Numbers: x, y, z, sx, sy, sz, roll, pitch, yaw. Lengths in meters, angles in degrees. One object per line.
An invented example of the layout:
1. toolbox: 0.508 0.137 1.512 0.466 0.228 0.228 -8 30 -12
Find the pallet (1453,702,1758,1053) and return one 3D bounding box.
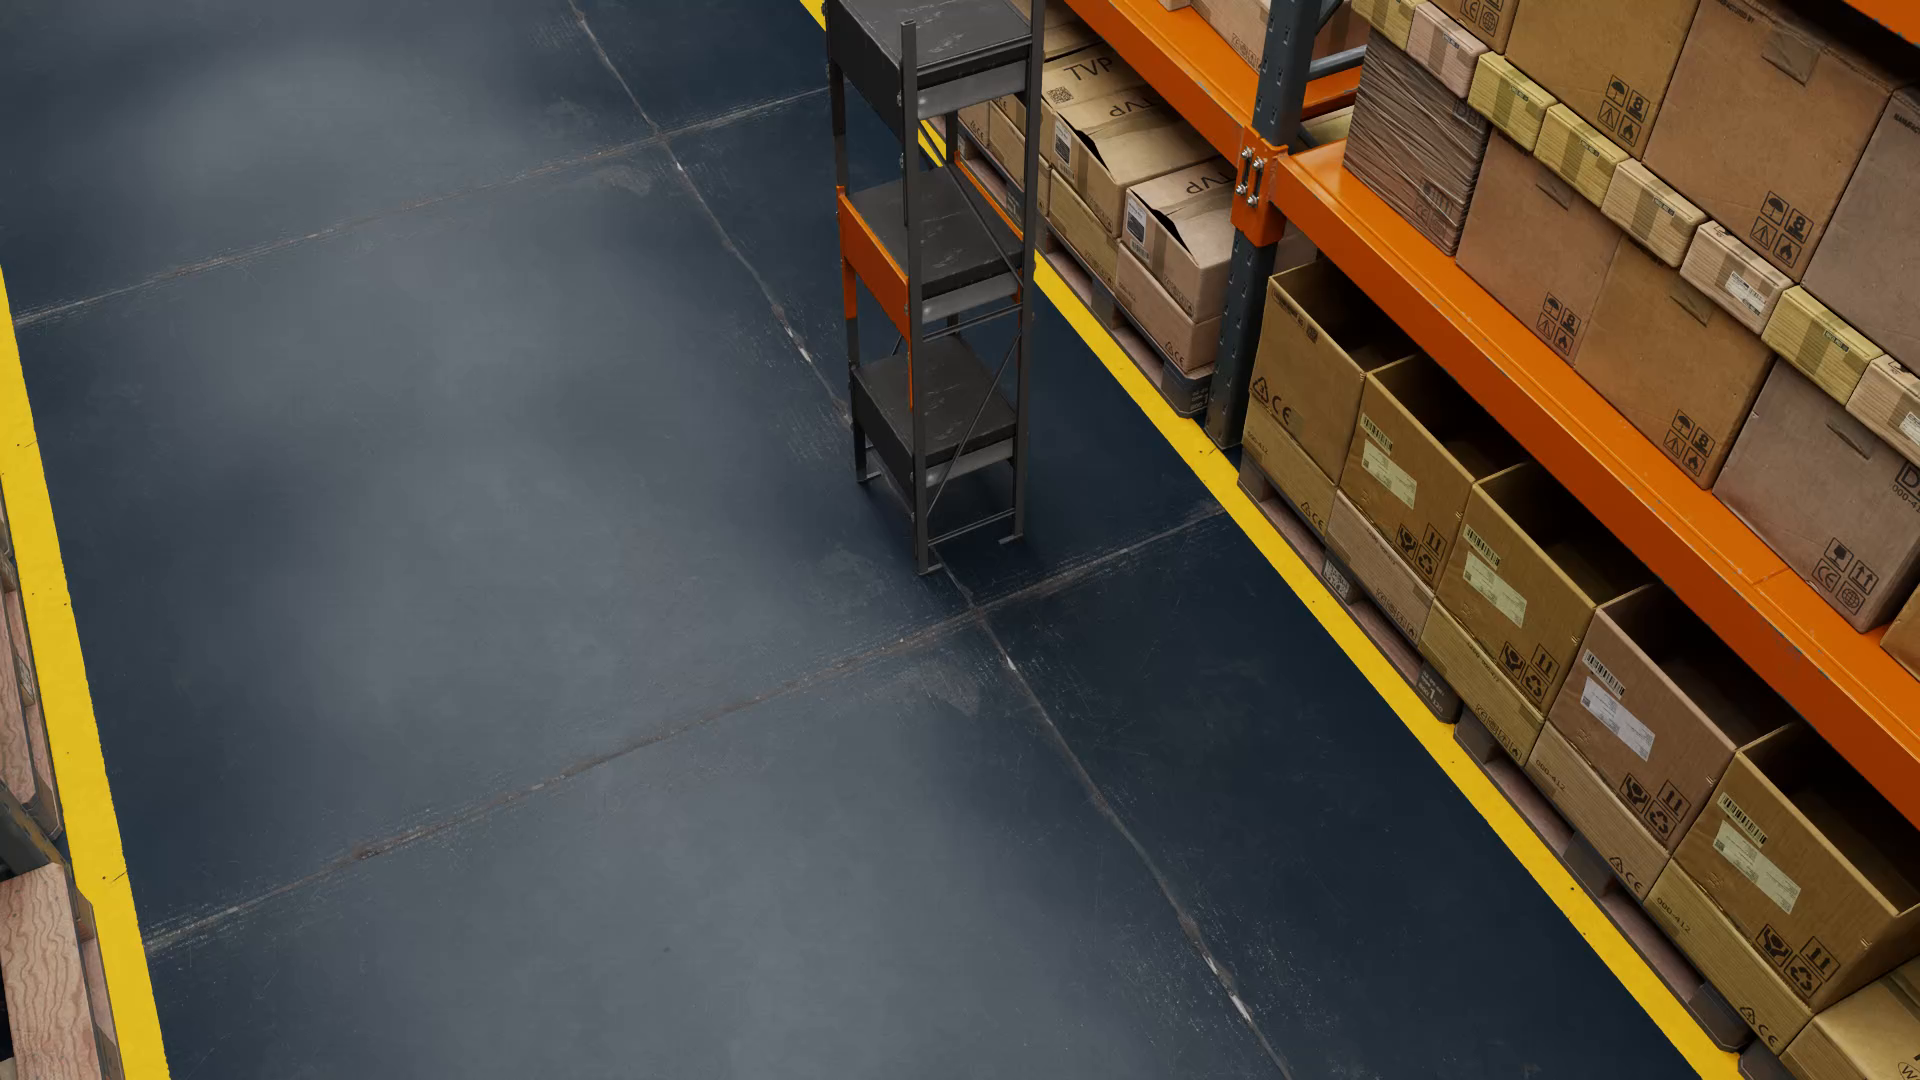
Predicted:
1. pallet: 2.253 0.764 4.942 1.003 0.211 1.213 -21 52 -18

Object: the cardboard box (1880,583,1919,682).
1. cardboard box: 2.526 0.125 3.582 0.700 0.500 0.500 -21 52 -17

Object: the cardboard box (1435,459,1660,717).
1. cardboard box: 1.756 0.089 4.729 0.500 0.500 0.500 -21 52 -18

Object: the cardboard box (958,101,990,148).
1. cardboard box: 0.221 -1.952 7.012 0.500 0.250 0.500 -20 52 -17

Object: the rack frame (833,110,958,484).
1. rack frame: -0.187 -0.965 5.199 0.400 2.100 0.015 -21 52 -18

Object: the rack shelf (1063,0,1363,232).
1. rack shelf: 0.449 -2.620 6.527 1.077 0.370 4.000 -21 52 -18

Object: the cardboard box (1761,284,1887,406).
1. cardboard box: 2.027 -0.483 3.682 0.380 0.149 0.250 -22 52 -18

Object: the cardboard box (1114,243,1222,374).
1. cardboard box: 0.917 -0.929 6.118 0.500 0.250 0.500 -22 52 -18

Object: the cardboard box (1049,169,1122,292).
1. cardboard box: 0.687 -1.268 6.414 0.500 0.250 0.500 -22 52 -18

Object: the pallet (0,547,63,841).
1. pallet: -3.396 0.588 5.096 1.003 0.211 1.213 -21 52 -18

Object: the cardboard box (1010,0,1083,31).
1. cardboard box: 0.227 -2.127 6.793 0.500 0.311 0.500 -22 52 -18

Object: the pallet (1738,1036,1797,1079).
1. pallet: 2.807 1.579 4.228 1.003 0.211 1.213 -21 52 -18

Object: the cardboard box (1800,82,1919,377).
1. cardboard box: 2.262 -0.676 3.420 0.700 0.500 0.500 -21 52 -17

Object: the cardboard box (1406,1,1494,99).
1. cardboard box: 1.430 -1.350 4.441 0.380 0.149 0.250 -20 52 -17

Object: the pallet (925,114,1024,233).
1. pallet: 0.430 -1.898 7.269 1.003 0.211 1.213 -21 52 -18

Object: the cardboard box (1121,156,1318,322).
1. cardboard box: 0.924 -1.108 5.902 0.500 0.311 0.500 -21 52 -18

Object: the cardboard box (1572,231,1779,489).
1. cardboard box: 2.046 -0.569 4.188 0.700 0.500 0.500 -20 52 -17

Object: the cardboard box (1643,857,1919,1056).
1. cardboard box: 2.217 1.004 4.427 0.500 0.250 0.500 -21 52 -18

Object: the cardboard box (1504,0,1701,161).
1. cardboard box: 1.805 -1.346 4.006 0.700 0.500 0.500 -21 52 -18

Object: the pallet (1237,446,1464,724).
1. pallet: 1.691 -0.054 5.657 1.003 0.211 1.213 -21 52 -18

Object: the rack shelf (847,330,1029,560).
1. rack shelf: -0.076 -0.332 5.594 0.431 0.518 0.480 -21 52 -18

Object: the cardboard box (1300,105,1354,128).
1. cardboard box: 1.172 -1.635 6.363 0.500 0.311 0.500 -22 52 -18

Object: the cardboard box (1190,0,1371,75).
1. cardboard box: 1.100 -1.784 5.417 0.500 0.250 0.500 -18 51 -15

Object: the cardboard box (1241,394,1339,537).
1. cardboard box: 1.307 -0.337 5.599 0.500 0.250 0.500 -21 52 -18

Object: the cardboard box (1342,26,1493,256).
1. cardboard box: 1.573 -1.257 4.790 0.700 0.500 0.500 -22 53 -18

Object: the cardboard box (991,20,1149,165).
1. cardboard box: 0.454 -1.789 6.497 0.500 0.311 0.500 -21 52 -18

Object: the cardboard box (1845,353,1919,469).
1. cardboard box: 2.139 -0.315 3.536 0.380 0.149 0.250 -22 52 -18

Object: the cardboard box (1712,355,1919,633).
1. cardboard box: 2.281 -0.226 3.889 0.700 0.500 0.500 -20 52 -16

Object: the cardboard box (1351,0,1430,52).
1. cardboard box: 1.315 -1.518 4.588 0.380 0.149 0.250 -21 52 -18

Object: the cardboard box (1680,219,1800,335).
1. cardboard box: 1.908 -0.657 3.835 0.380 0.149 0.250 -23 53 -19

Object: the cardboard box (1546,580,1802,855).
1. cardboard box: 1.986 0.423 4.437 0.500 0.500 0.500 -21 52 -18

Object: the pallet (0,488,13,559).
1. pallet: -3.959 -0.230 5.811 1.003 0.211 1.213 -21 52 -18

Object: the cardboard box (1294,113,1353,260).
1. cardboard box: 1.396 -1.298 6.068 0.500 0.311 0.500 -21 52 -17

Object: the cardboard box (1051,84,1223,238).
1. cardboard box: 0.680 -1.454 6.204 0.500 0.311 0.500 -20 52 -17

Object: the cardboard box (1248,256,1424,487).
1. cardboard box: 1.298 -0.580 5.314 0.500 0.500 0.500 -21 52 -18

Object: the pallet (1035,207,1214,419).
1. pallet: 0.992 -1.080 6.554 1.003 0.211 1.213 -21 52 -18

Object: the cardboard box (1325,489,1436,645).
1. cardboard box: 1.531 0.000 5.305 0.500 0.250 0.500 -21 52 -18

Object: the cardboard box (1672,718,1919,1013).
1. cardboard box: 2.214 0.758 4.144 0.500 0.500 0.500 -21 52 -18

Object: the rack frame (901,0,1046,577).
1. rack frame: 0.036 -0.639 4.914 0.400 2.100 0.015 -21 52 -18

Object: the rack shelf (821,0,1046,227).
1. rack shelf: -0.076 -1.254 4.540 0.431 0.518 0.480 -21 52 -18

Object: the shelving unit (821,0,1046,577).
1. shelving unit: -0.076 -0.802 5.057 0.431 2.100 0.503 -21 52 -18

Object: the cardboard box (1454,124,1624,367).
1. cardboard box: 1.820 -0.906 4.483 0.700 0.500 0.500 -22 52 -18

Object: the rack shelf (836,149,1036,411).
1. rack shelf: -0.076 -0.793 5.067 0.431 0.518 0.480 -21 52 -18

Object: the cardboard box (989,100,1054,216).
1. cardboard box: 0.452 -1.611 6.714 0.500 0.250 0.500 -20 52 -17

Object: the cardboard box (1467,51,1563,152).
1. cardboard box: 1.550 -1.178 4.290 0.380 0.149 0.250 -22 53 -18

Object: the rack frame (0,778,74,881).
1. rack frame: -3.039 0.190 3.591 1.000 3.000 0.127 -21 52 -18

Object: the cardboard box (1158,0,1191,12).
1. cardboard box: 0.798 -1.999 5.595 0.396 0.266 0.258 -22 52 -18

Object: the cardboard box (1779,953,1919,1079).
1. cardboard box: 2.447 1.338 4.135 0.500 0.250 0.500 -21 52 -18

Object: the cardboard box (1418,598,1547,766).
1. cardboard box: 1.755 0.336 5.011 0.500 0.250 0.500 -21 52 -18

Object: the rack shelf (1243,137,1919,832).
1. rack shelf: 2.279 0.057 4.185 1.077 0.370 4.000 -21 52 -18

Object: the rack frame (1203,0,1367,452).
1. rack frame: 1.364 -1.518 5.085 1.000 3.000 0.127 -21 52 -18

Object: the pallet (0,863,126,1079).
1. pallet: -2.700 1.546 4.258 1.003 0.211 1.213 -21 52 -18

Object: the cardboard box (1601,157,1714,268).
1. cardboard box: 1.783 -0.835 3.990 0.380 0.149 0.250 -23 53 -19

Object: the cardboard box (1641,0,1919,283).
1. cardboard box: 2.034 -1.010 3.713 0.700 0.500 0.500 -21 52 -18

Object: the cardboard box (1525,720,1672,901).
1. cardboard box: 1.989 0.669 4.720 0.500 0.250 0.500 -21 52 -18

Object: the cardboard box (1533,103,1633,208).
1. cardboard box: 1.671 -1.003 4.137 0.380 0.149 0.250 -22 52 -18

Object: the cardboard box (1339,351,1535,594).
1. cardboard box: 1.534 -0.248 5.024 0.500 0.500 0.500 -21 52 -18

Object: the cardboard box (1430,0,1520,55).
1. cardboard box: 1.573 -1.684 4.301 0.700 0.500 0.500 -21 52 -17
